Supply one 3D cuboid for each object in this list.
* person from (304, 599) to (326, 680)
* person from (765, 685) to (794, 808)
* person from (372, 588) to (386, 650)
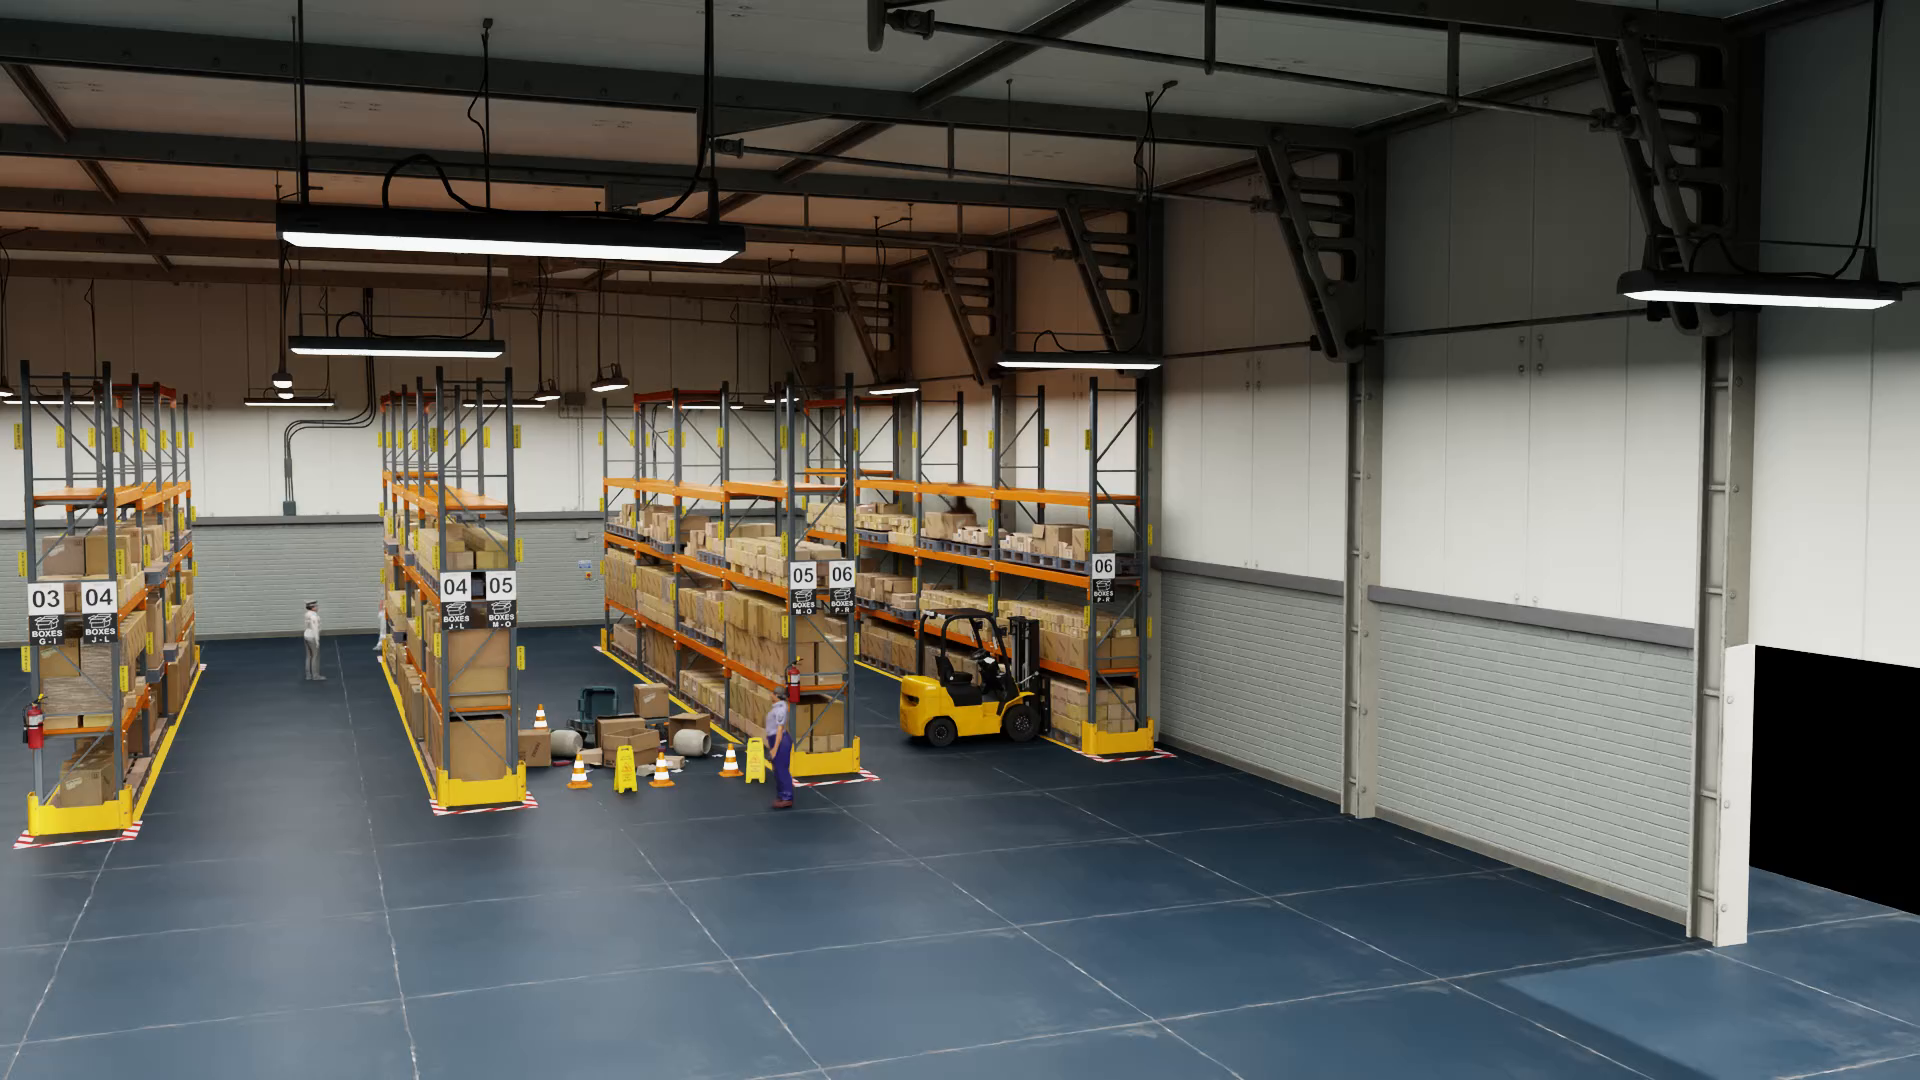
[{"bbox_3d":[-13.414,2.071,34.578,0.367,1.677,0.549,-3,4,-40],"label":"person"},{"bbox_3d":[-2.475,2.823,22.715,0.368,1.678,0.522,-1,4,-12],"label":"person"},{"bbox_3d":[-13.541,1.726,39.507,0.646,1.734,1.020,1,4,14],"label":"person"}]
